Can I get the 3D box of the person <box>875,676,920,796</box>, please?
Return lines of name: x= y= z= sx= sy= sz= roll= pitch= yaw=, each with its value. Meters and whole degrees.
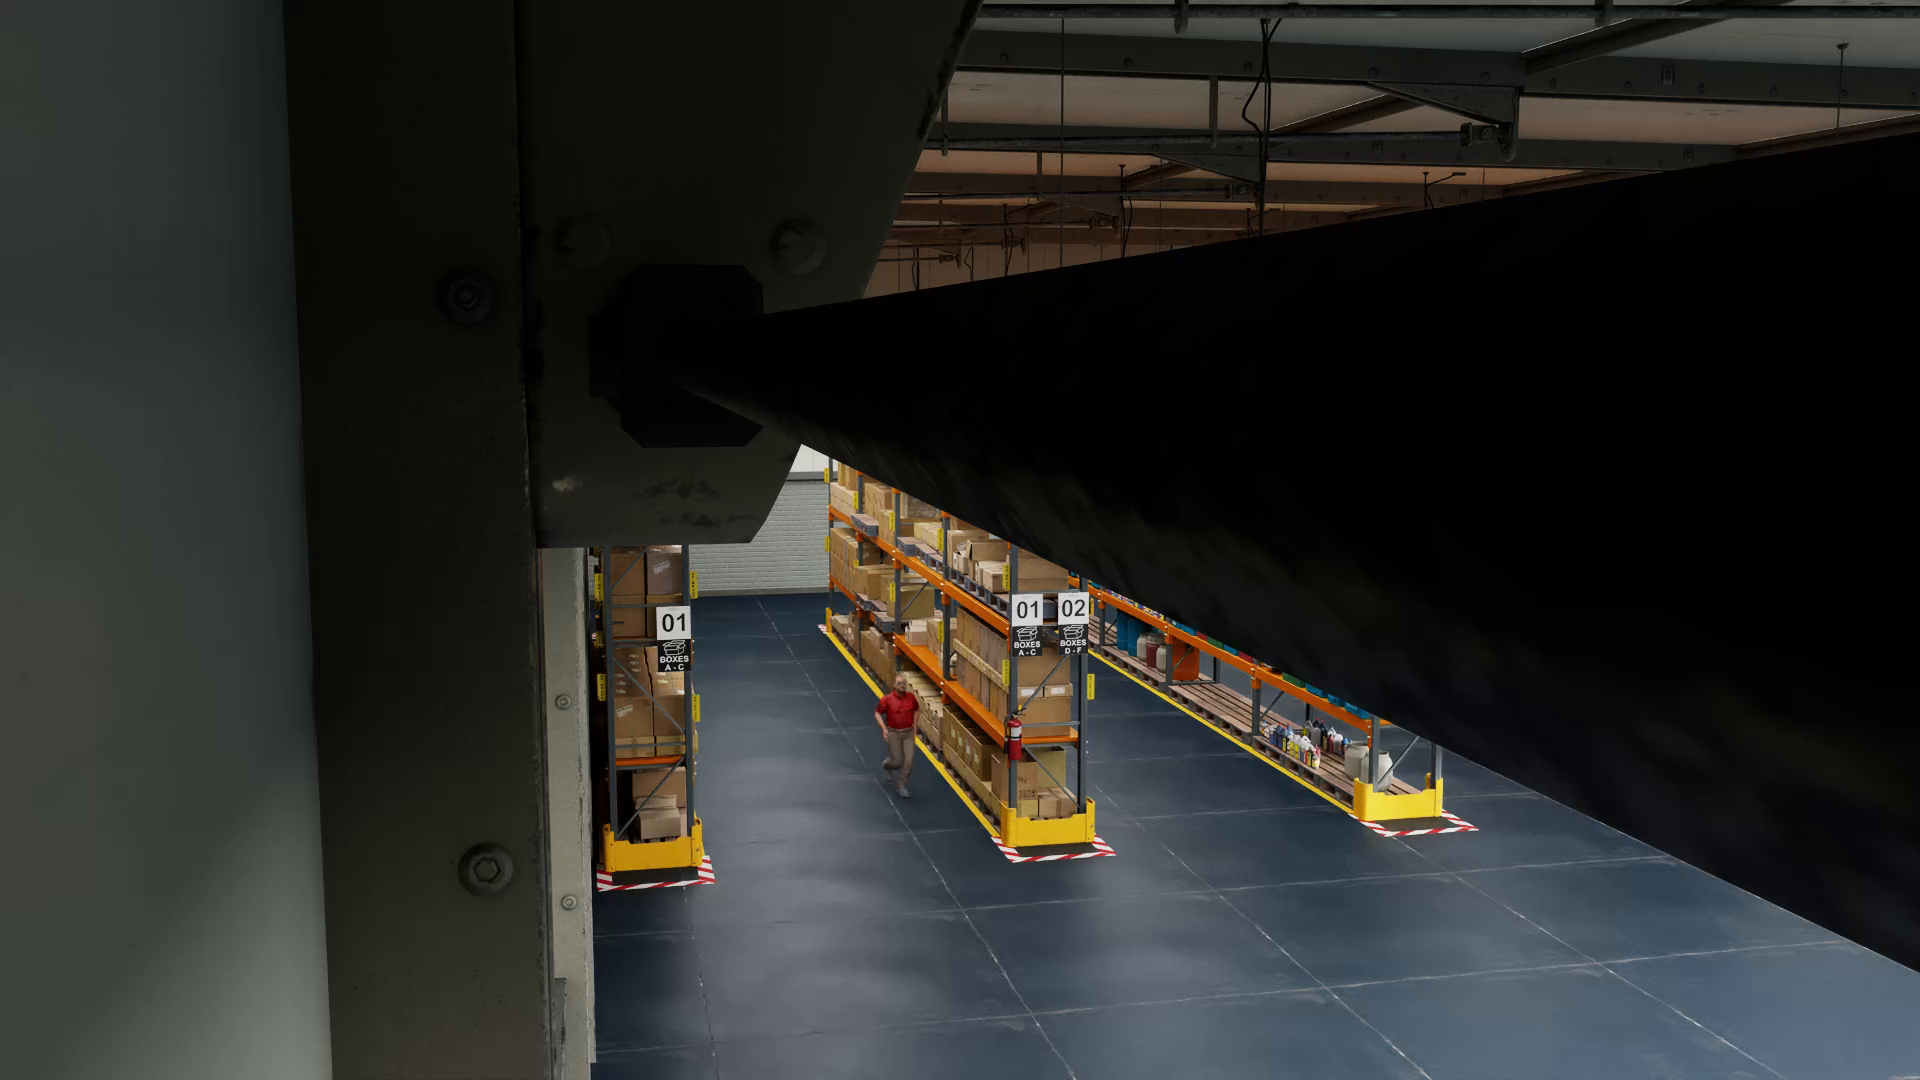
person: x=-0.852 y=2.735 z=23.377 sx=0.664 sy=1.684 sz=0.602 roll=-3 pitch=7 yaw=-22
